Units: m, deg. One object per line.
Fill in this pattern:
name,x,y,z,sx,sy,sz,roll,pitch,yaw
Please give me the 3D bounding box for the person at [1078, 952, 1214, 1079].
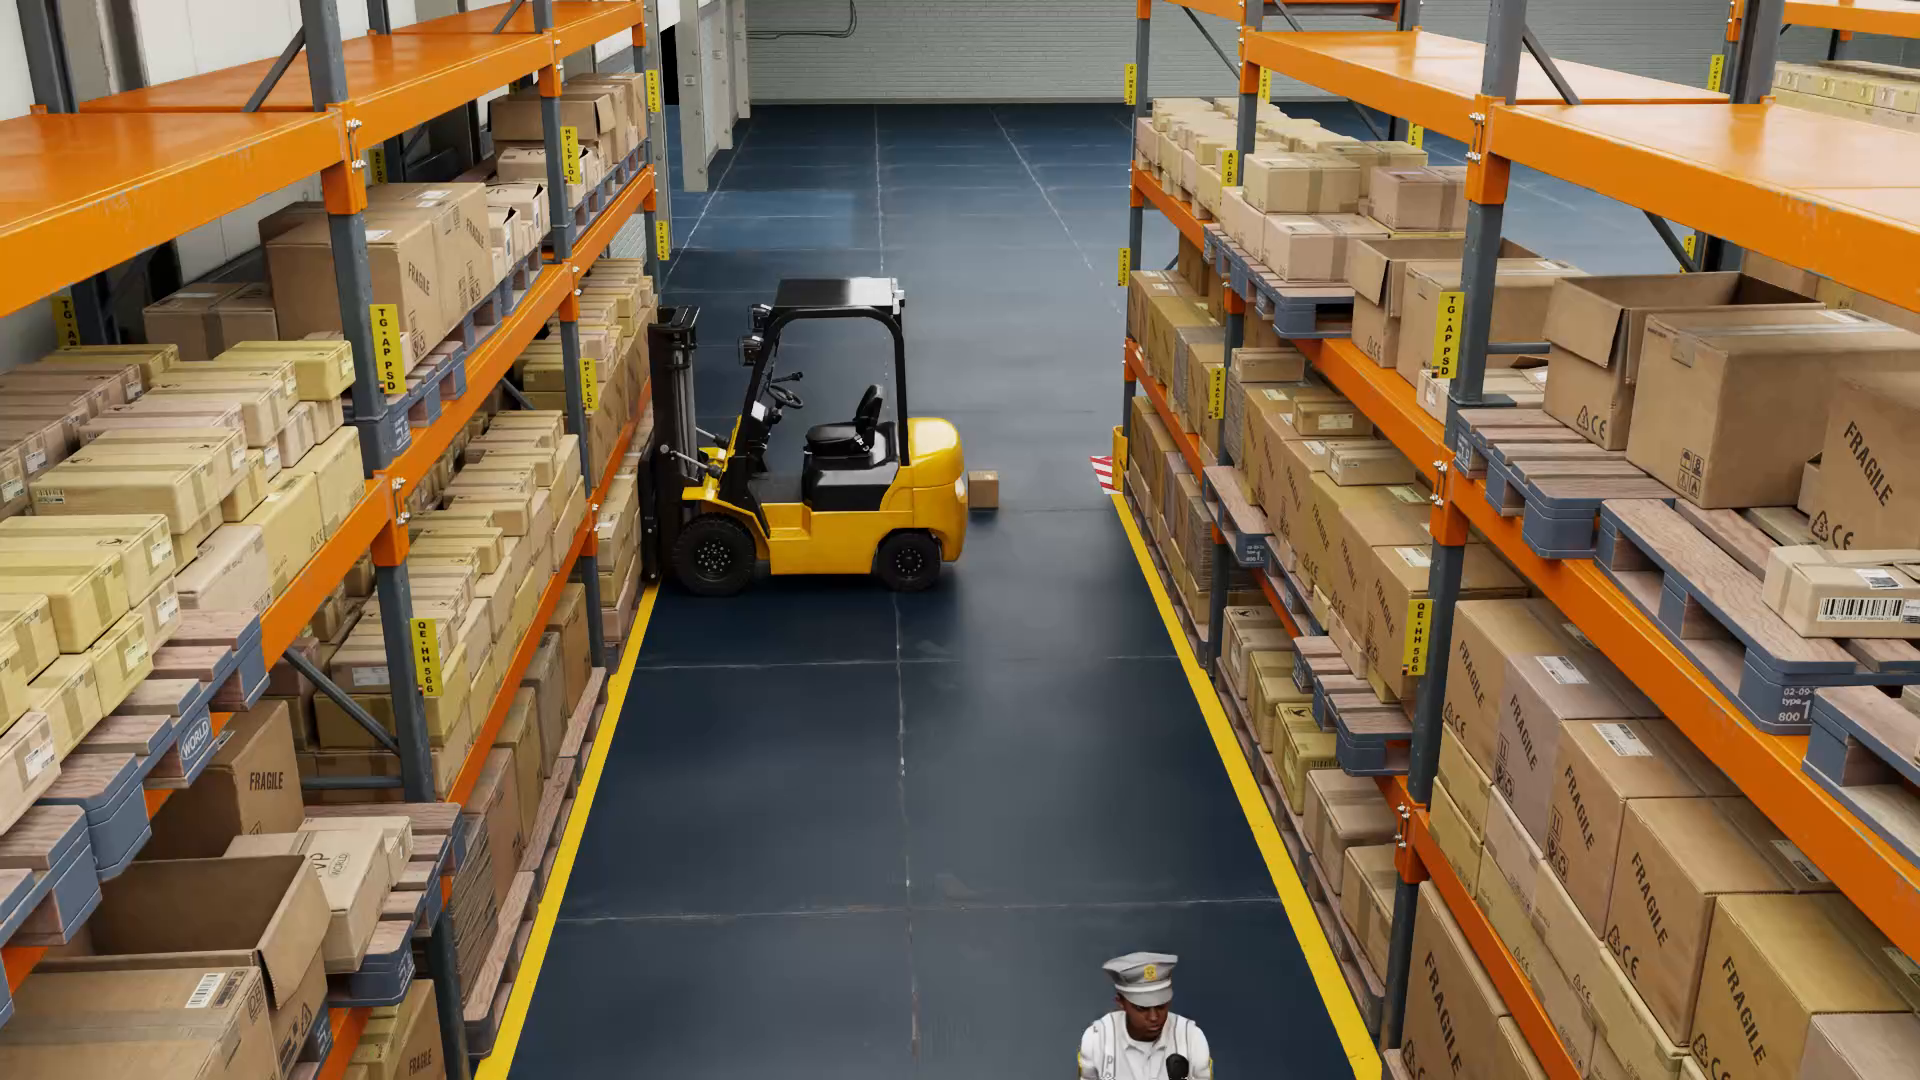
person,0.622,2.064,5.507,0.476,1.649,0.971,-2,21,-4
